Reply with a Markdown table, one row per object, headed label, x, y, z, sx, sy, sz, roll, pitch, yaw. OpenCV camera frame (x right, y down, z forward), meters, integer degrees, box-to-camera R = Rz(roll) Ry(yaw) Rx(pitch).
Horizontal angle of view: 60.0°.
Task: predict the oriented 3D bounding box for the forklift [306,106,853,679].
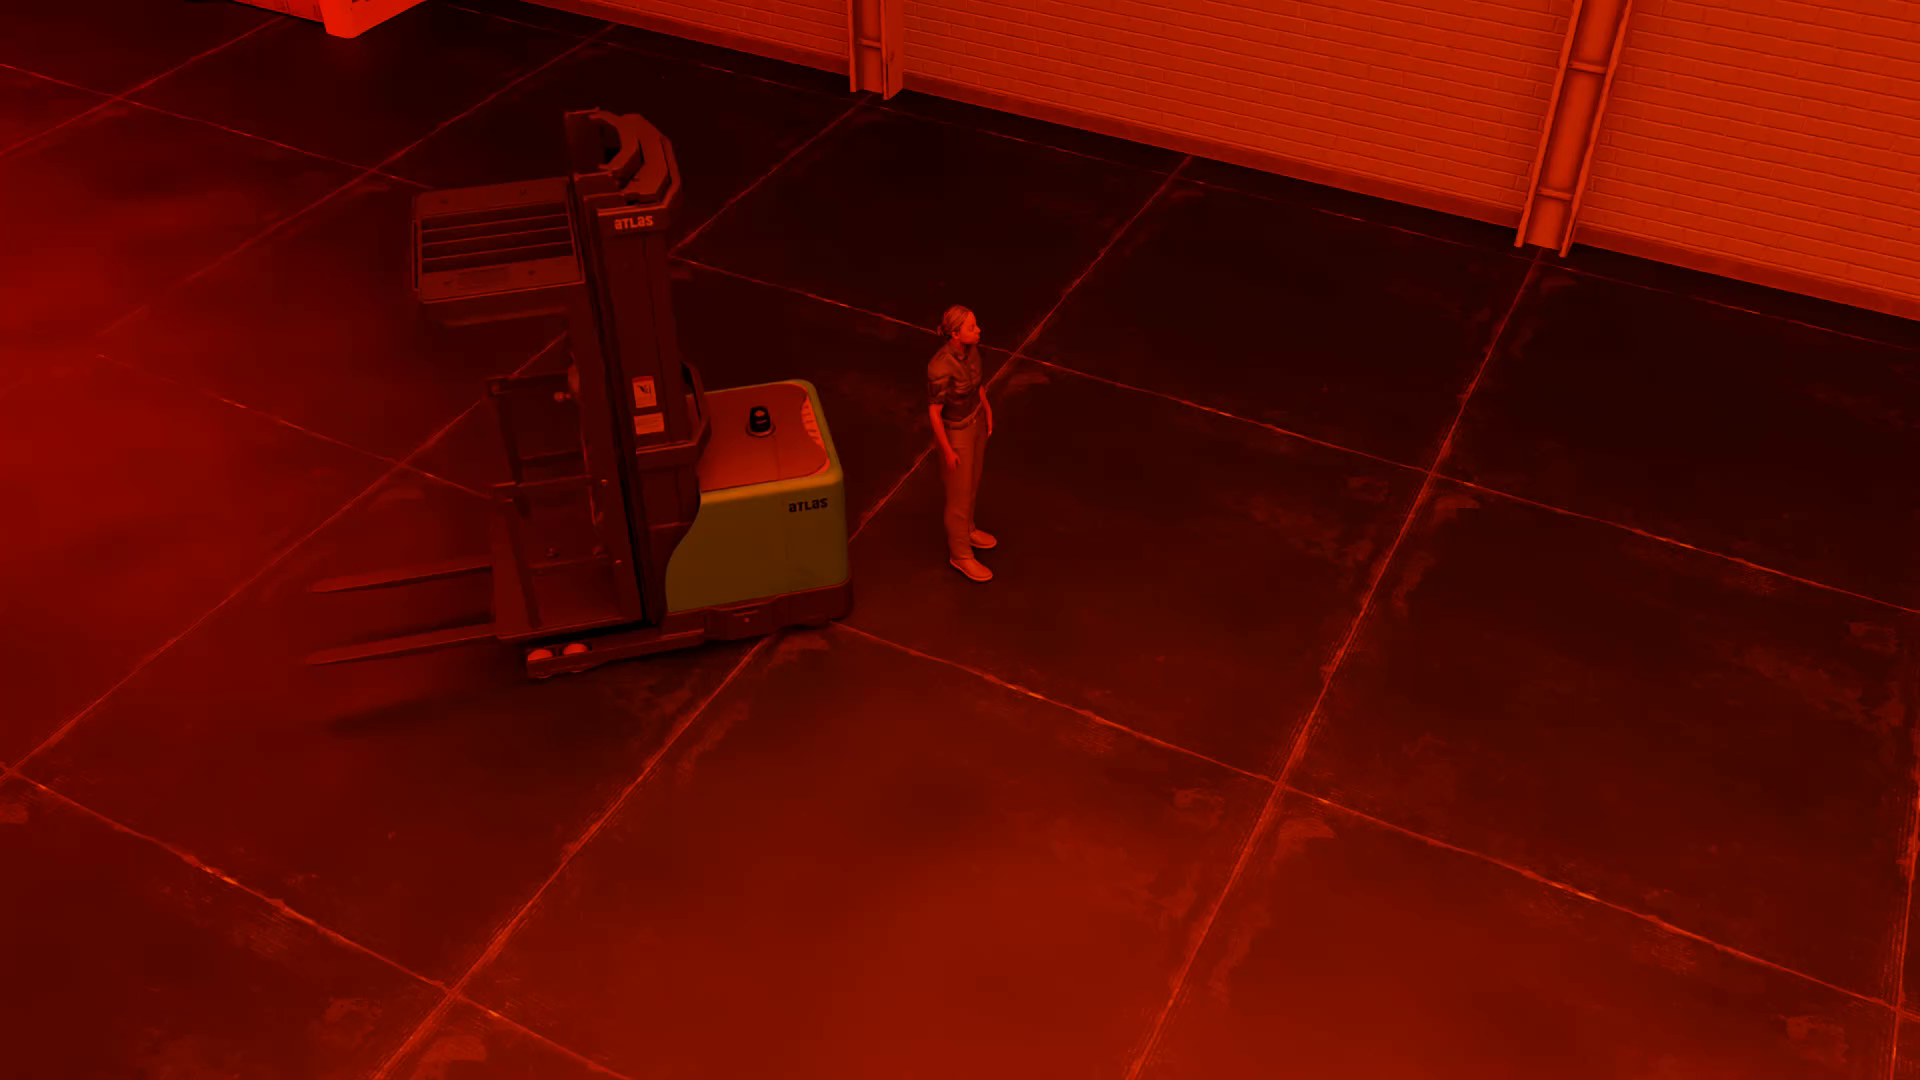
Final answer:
| label | x | y | z | sx | sy | sz | roll | pitch | yaw |
| --- | --- | --- | --- | --- | --- | --- | --- | --- | --- |
| forklift | -2.196 | -0.721 | 8.842 | 3.031 | 2.935 | 1.130 | -9 | 41 | -11 |

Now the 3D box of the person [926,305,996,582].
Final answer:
| label | x | y | z | sx | sy | sz | roll | pitch | yaw |
| --- | --- | --- | --- | --- | --- | --- | --- | --- | --- |
| person | 0.075 | -0.595 | 9.679 | 0.494 | 1.656 | 0.565 | 19 | 44 | 21 |
